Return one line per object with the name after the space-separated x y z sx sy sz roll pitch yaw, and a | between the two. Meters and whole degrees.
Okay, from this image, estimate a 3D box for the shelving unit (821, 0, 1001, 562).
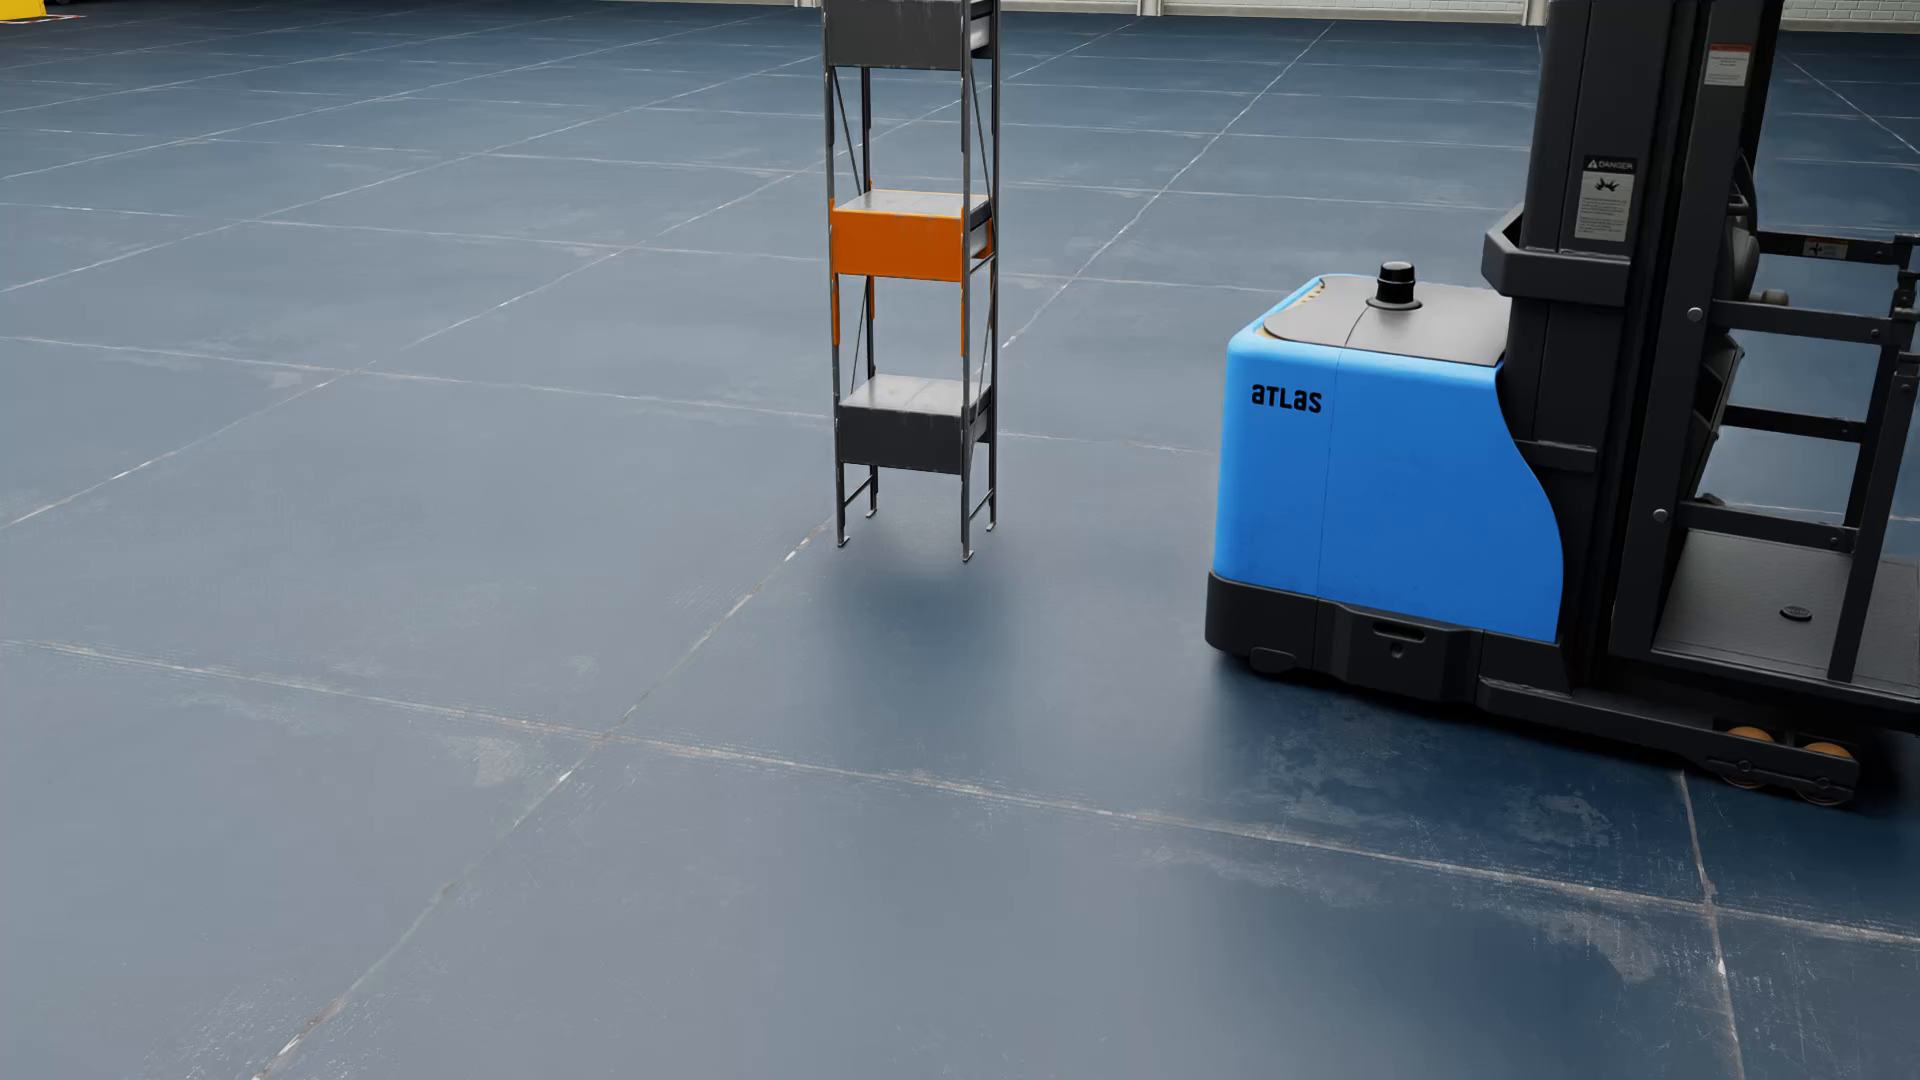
-0.158 -0.990 5.916 0.503 2.100 0.431 7 23 16 | shelving unit

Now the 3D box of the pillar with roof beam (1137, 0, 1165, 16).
1.873 -11.192 21.696 0.400 9.000 9.100 7 23 16 | pillar with roof beam

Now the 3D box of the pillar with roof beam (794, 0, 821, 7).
-3.871 -11.849 23.300 0.400 9.000 9.100 7 23 16 | pillar with roof beam

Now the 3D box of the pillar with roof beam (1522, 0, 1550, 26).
7.617 -10.534 20.093 0.400 9.000 9.100 7 23 16 | pillar with roof beam

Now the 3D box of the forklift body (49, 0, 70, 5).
-16.052 -10.702 29.526 1.214 2.155 2.313 7 23 16 | forklift body

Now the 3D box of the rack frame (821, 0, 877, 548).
-0.392 -1.016 5.981 0.015 2.100 0.400 7 23 16 | rack frame

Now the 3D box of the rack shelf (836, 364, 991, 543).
-0.158 -0.329 6.187 0.480 0.518 0.431 7 23 16 | rack shelf

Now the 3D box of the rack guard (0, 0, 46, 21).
-15.213 -8.598 26.571 0.348 0.500 1.175 7 23 16 | rack guard

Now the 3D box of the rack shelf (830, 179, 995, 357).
-0.158 -0.977 5.921 0.480 0.518 0.431 7 23 16 | rack shelf

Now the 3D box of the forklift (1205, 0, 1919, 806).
2.330 -0.866 4.518 3.031 2.935 1.130 11 25 25 | forklift

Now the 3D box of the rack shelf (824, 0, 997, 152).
-0.158 -1.625 5.655 0.480 0.518 0.431 7 23 16 | rack shelf

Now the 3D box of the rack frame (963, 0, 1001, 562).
0.075 -0.963 5.851 0.015 2.100 0.400 7 23 16 | rack frame
